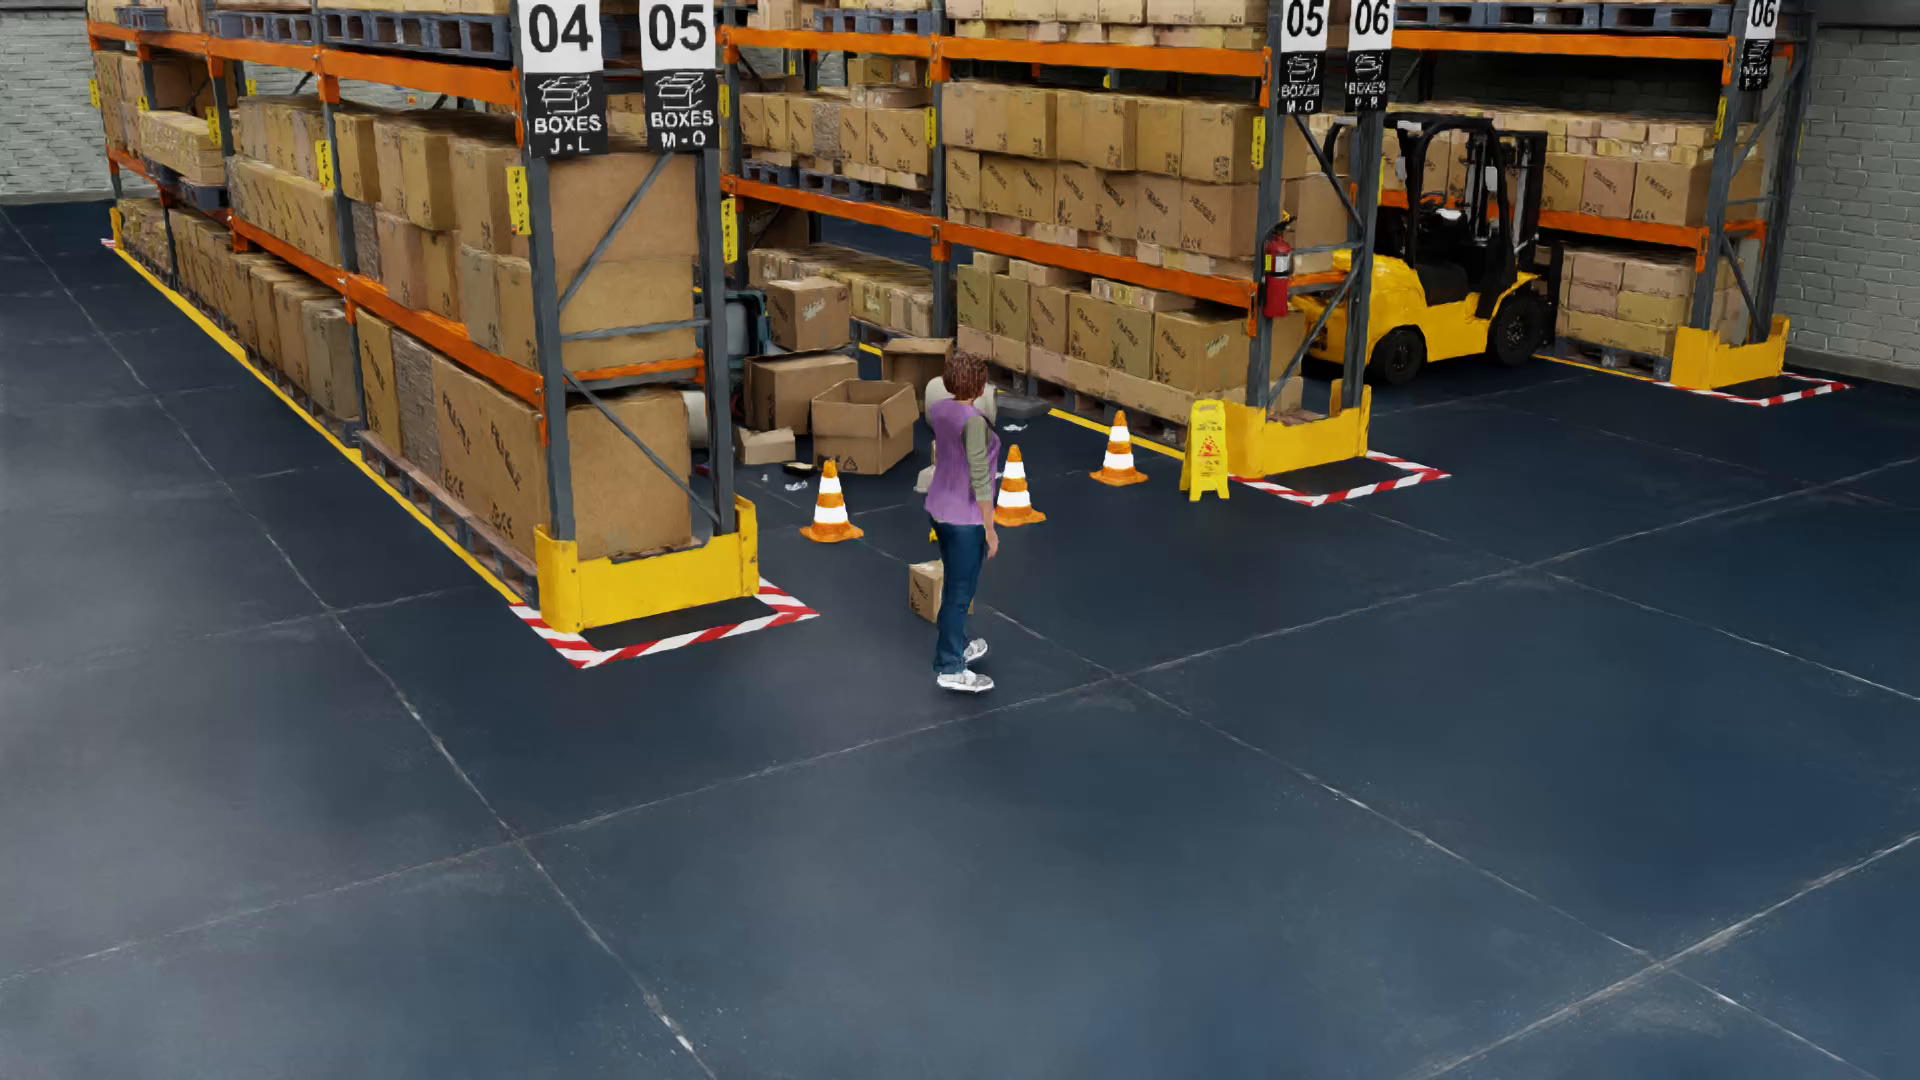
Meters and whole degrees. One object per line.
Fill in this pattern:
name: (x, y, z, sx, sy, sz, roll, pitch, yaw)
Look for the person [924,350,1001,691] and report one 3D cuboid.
person: (0.029, -0.104, 7.818, 0.414, 1.600, 0.506, -9, 21, -26)
